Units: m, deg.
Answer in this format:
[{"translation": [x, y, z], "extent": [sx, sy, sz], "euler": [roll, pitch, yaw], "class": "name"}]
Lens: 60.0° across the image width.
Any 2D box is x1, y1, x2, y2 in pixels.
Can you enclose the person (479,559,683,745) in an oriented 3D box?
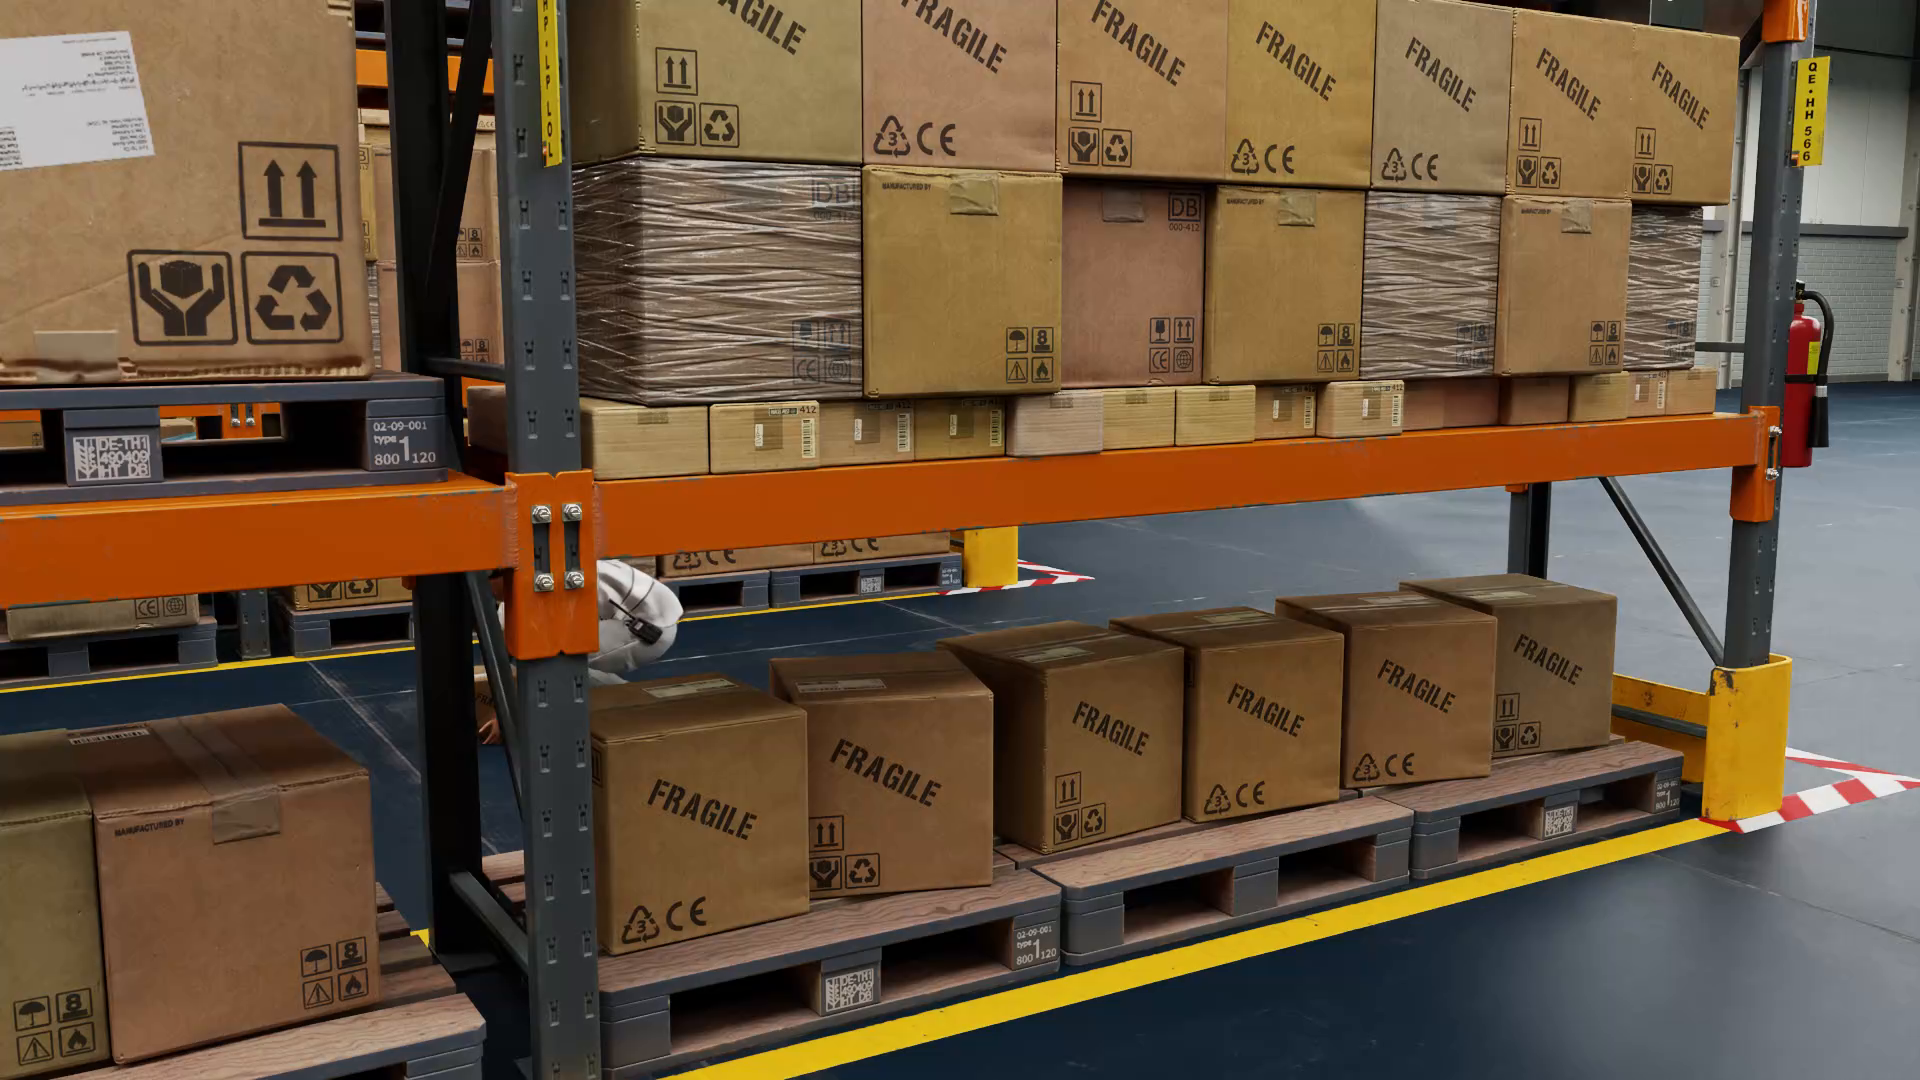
[{"translation": [-1.521, 0.365, 6.528], "extent": [0.845, 0.807, 0.486], "euler": [-5, 10, -31], "class": "person"}]
